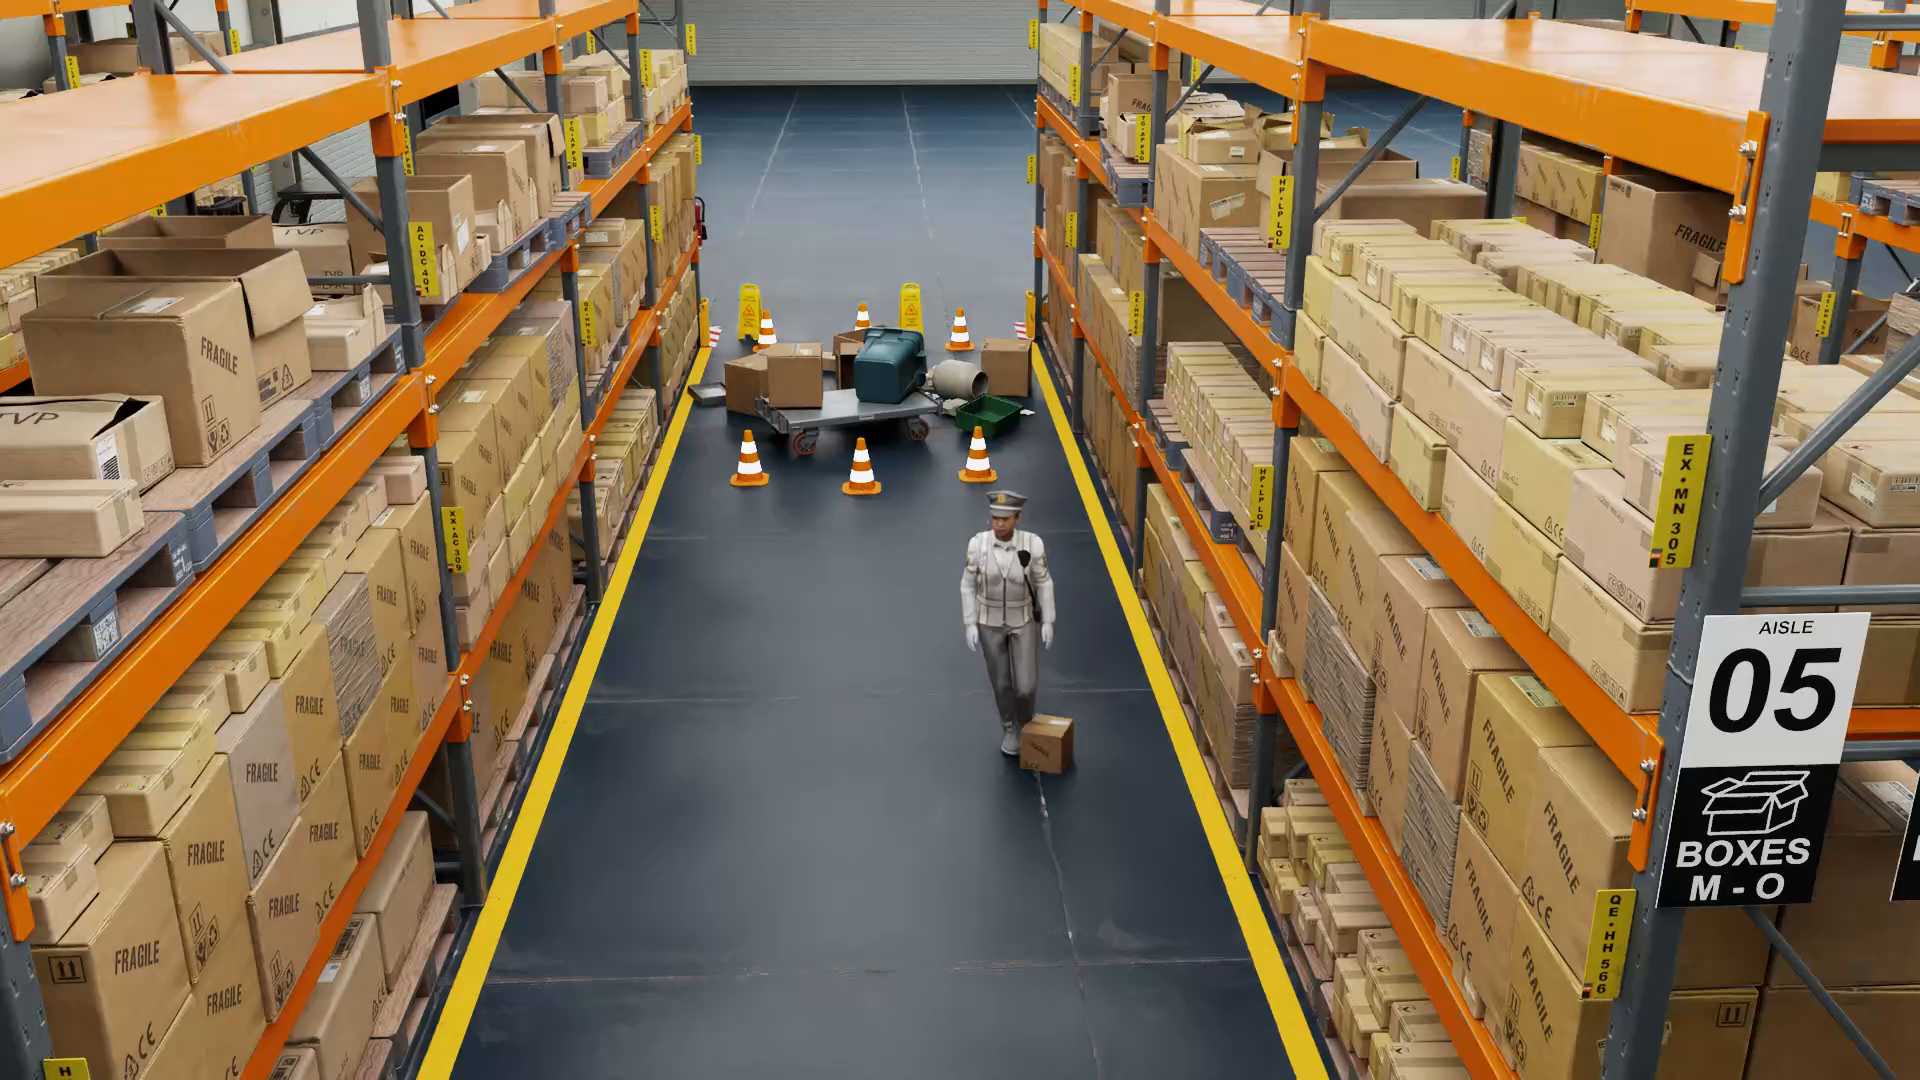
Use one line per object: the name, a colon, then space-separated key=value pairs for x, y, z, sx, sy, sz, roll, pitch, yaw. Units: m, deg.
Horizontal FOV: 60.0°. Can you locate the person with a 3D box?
person: x=0.275 y=0.498 z=9.686 sx=0.557 sy=1.688 sz=0.476 roll=2 pitch=21 yaw=6
